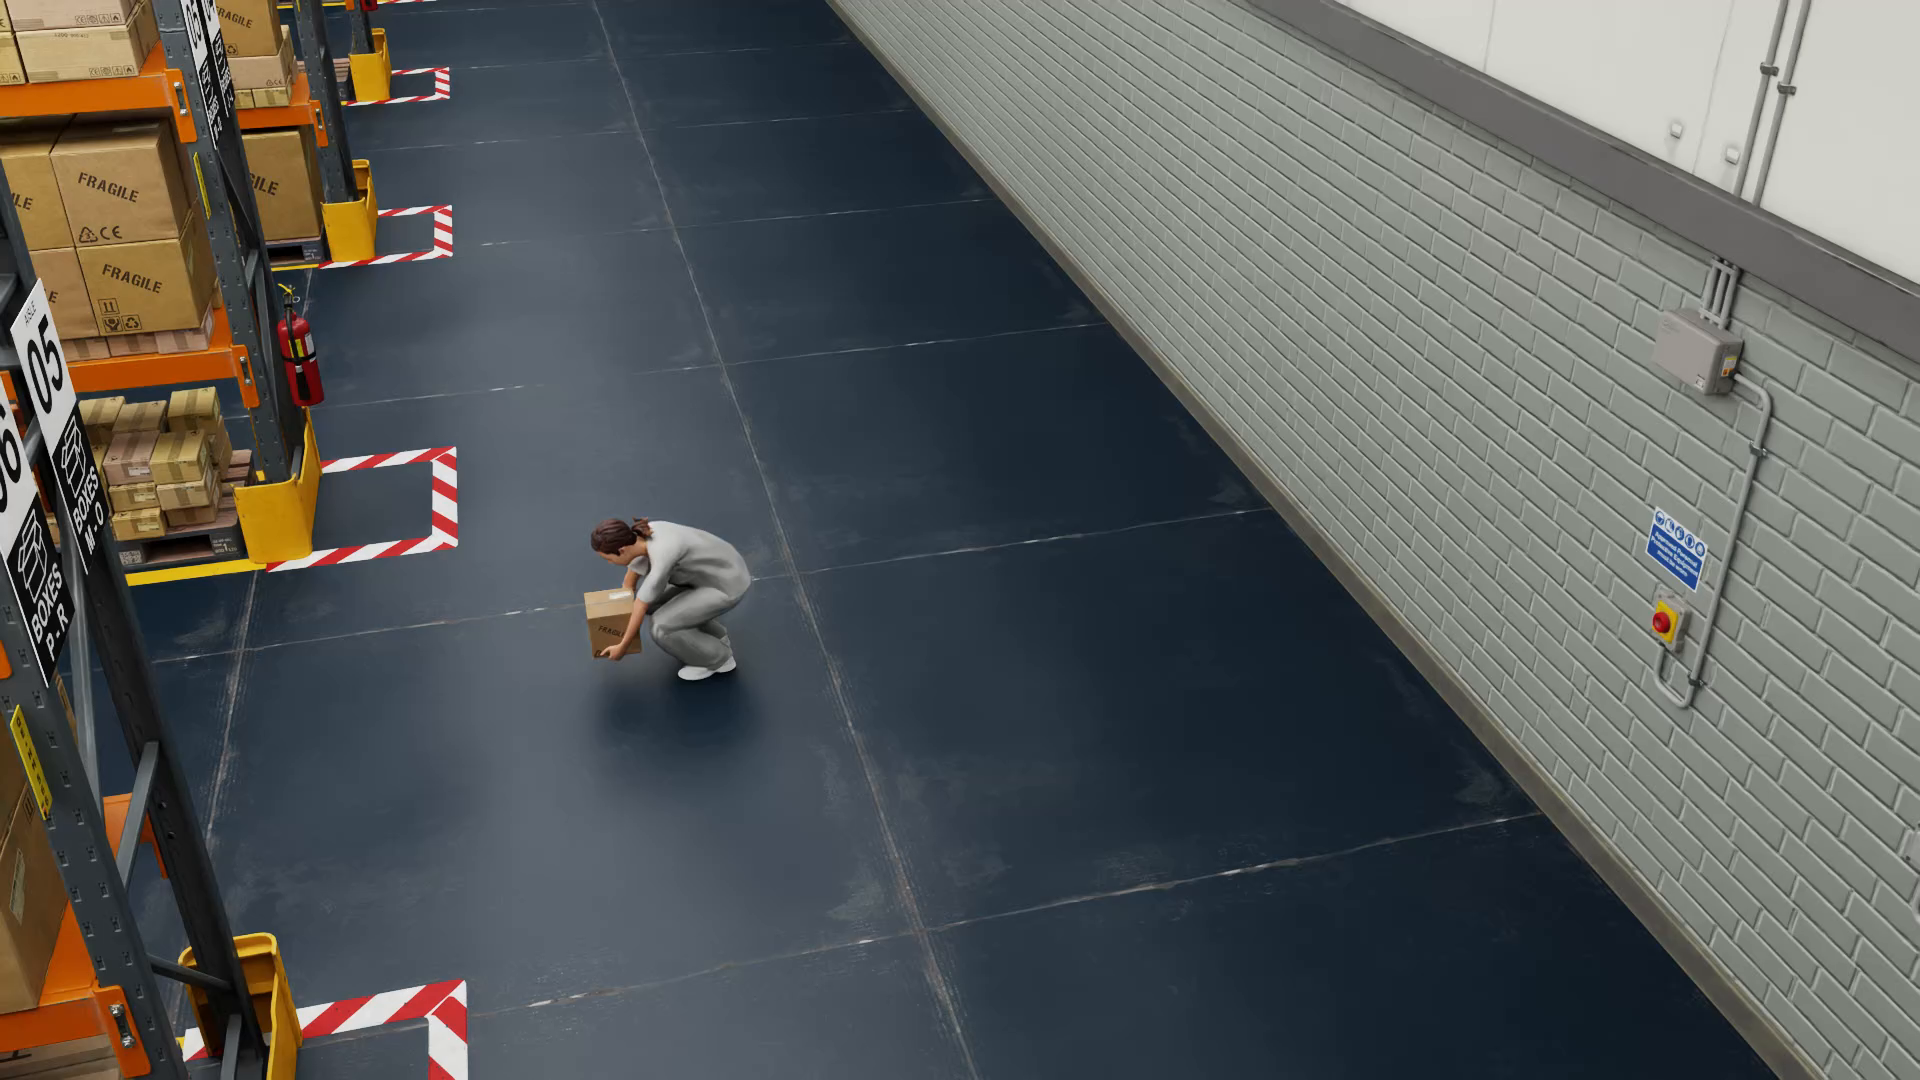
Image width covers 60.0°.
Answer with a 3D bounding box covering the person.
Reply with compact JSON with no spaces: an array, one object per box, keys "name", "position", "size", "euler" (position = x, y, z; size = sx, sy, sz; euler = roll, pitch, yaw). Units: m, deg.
[{"name":"person","position":[-1.476,0.253,8.527],"size":[0.810,0.952,0.462],"euler":[-9,31,-14]}]
